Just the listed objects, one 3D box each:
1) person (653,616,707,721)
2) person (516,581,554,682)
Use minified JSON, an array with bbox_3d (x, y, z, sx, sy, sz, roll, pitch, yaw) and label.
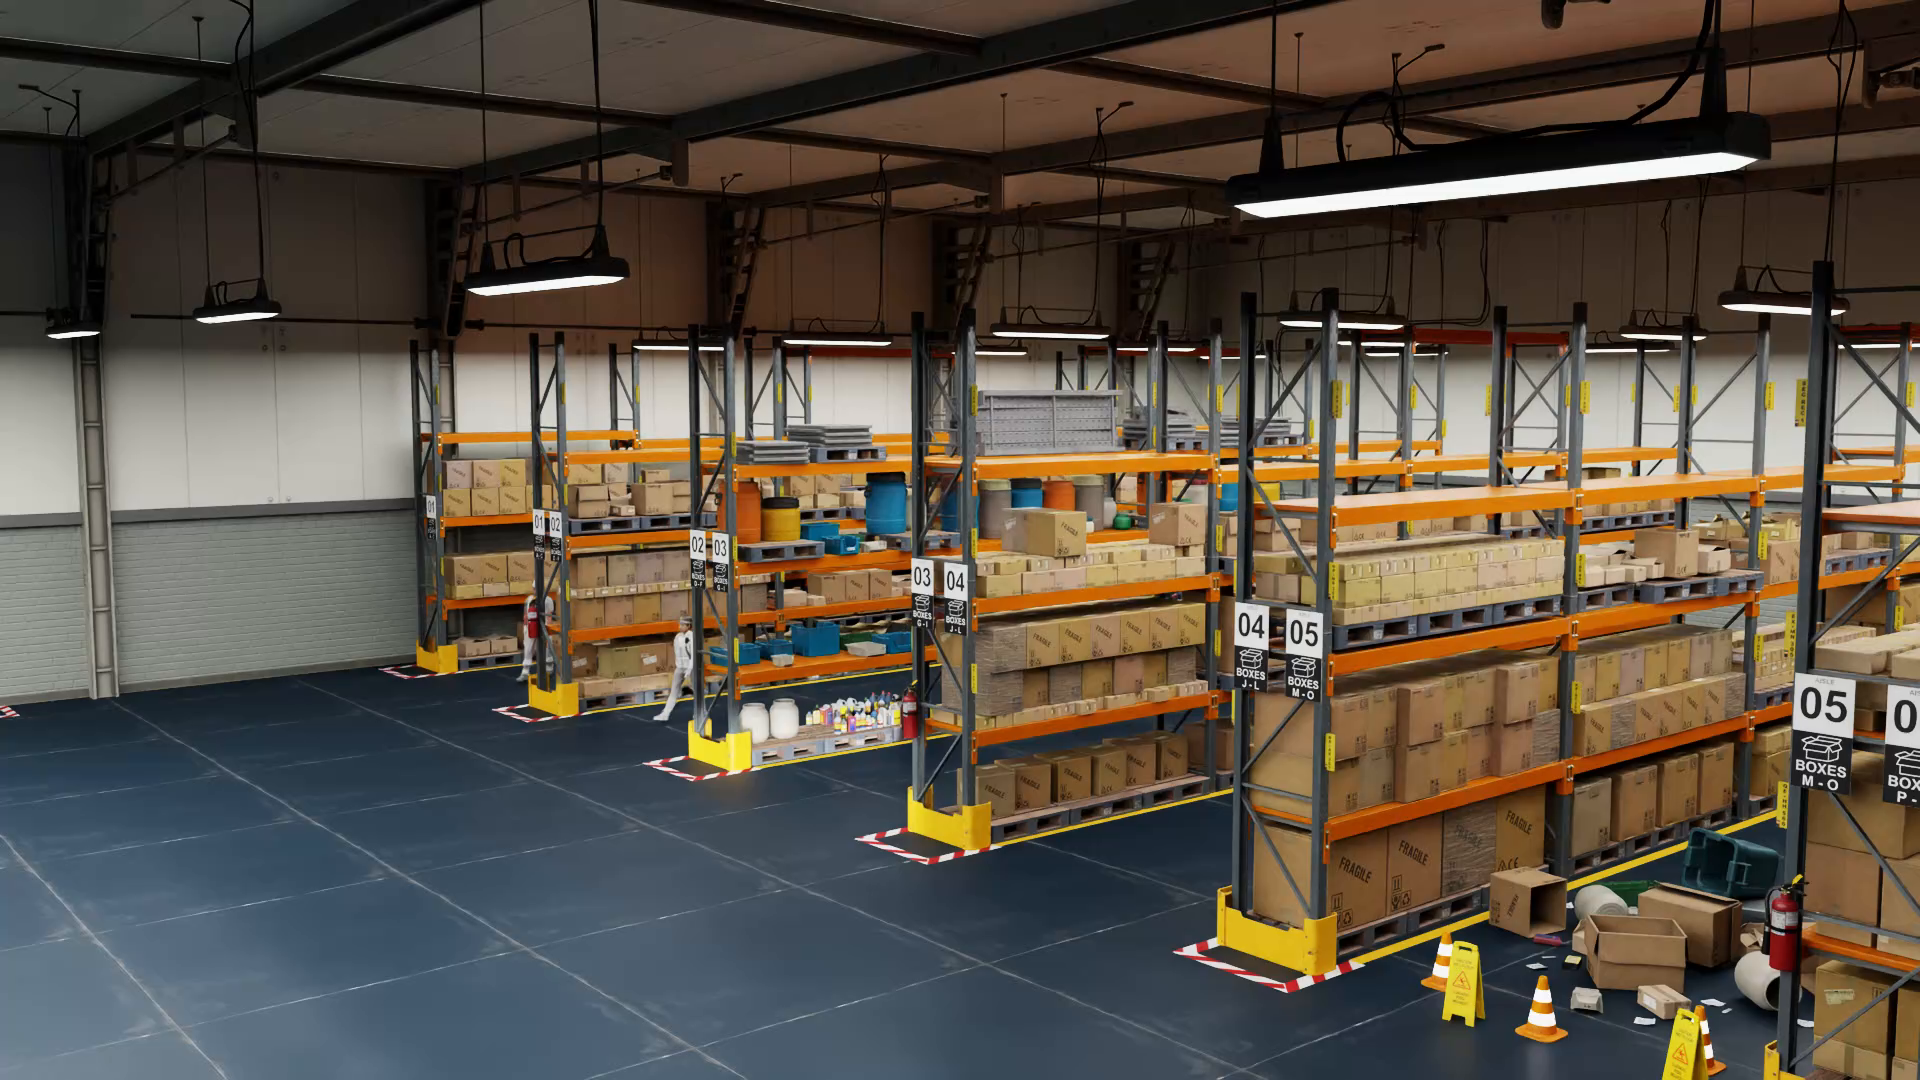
[{"bbox_3d":[-4.251,1.966,25.527,0.521,1.627,1.010,2,6,22],"label":"person"},{"bbox_3d":[-7.436,1.565,29.204,0.587,1.733,0.975,1,5,6],"label":"person"}]
